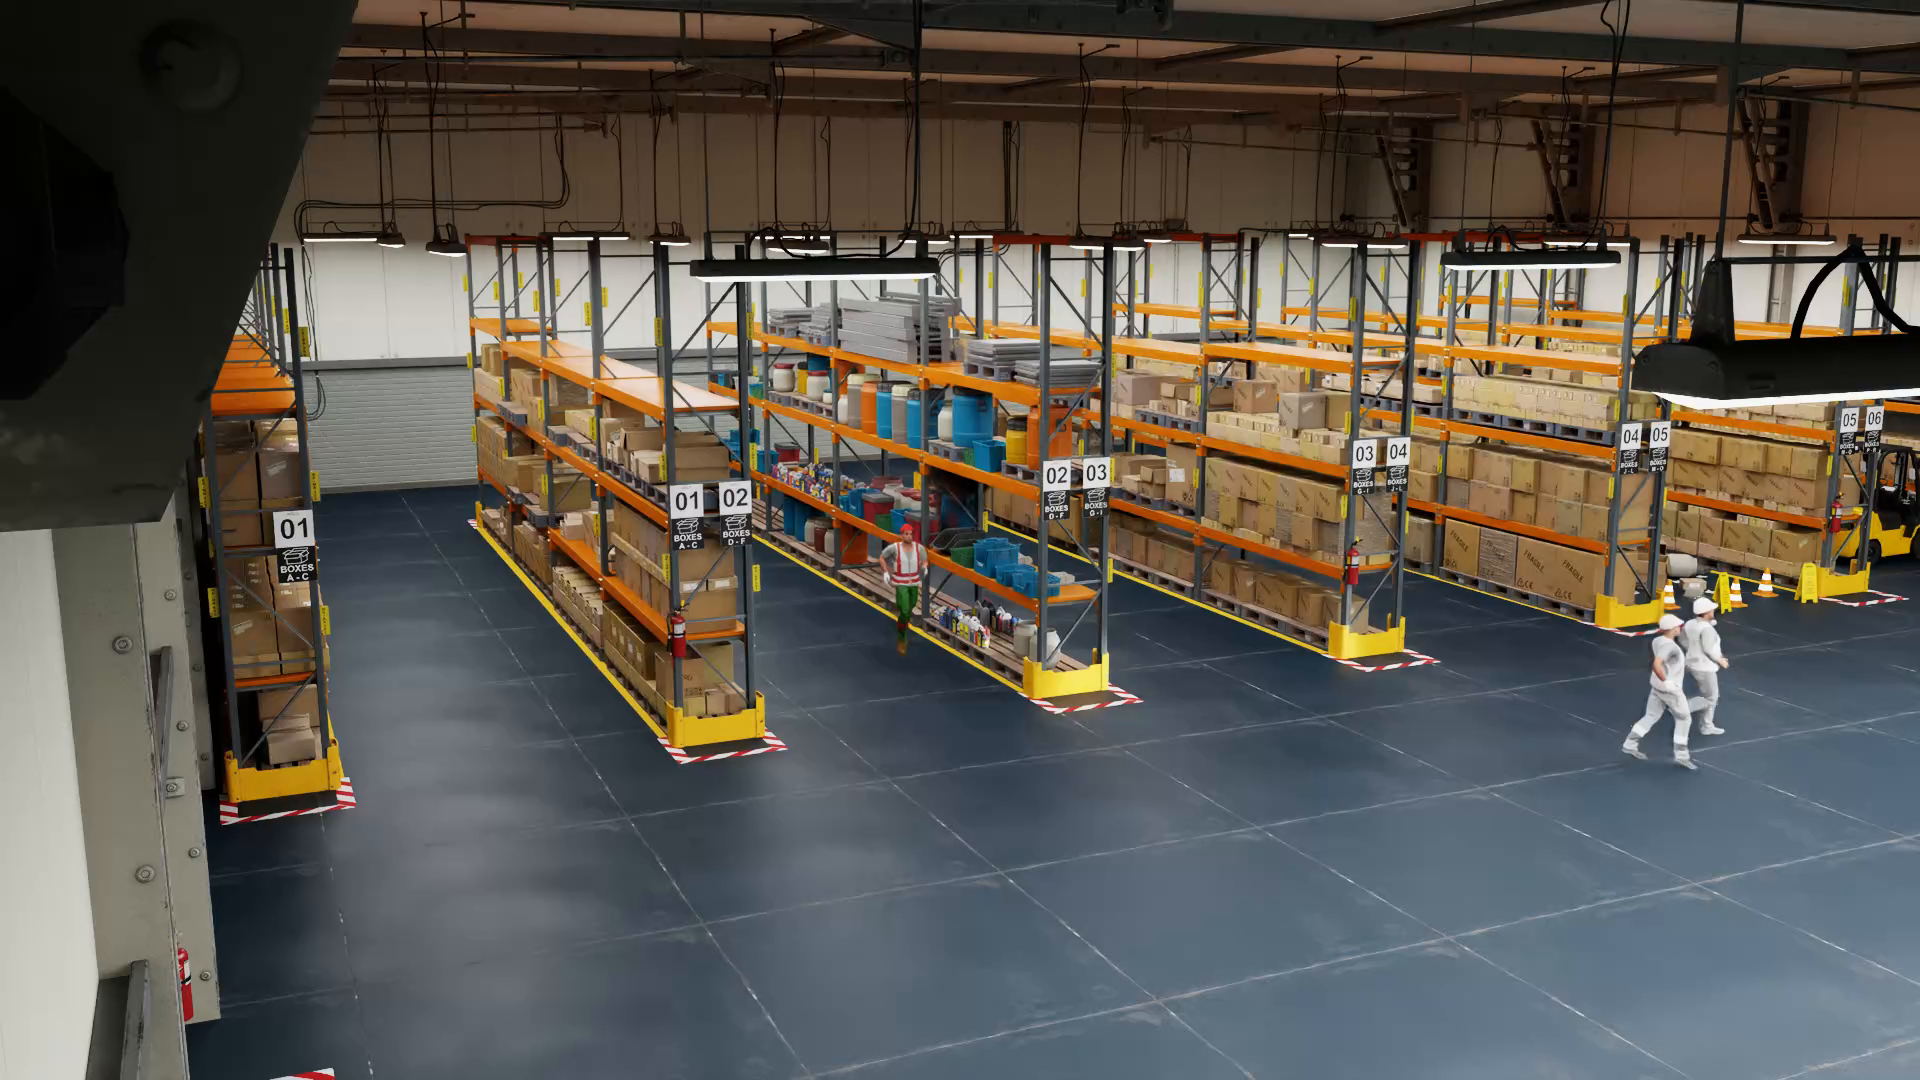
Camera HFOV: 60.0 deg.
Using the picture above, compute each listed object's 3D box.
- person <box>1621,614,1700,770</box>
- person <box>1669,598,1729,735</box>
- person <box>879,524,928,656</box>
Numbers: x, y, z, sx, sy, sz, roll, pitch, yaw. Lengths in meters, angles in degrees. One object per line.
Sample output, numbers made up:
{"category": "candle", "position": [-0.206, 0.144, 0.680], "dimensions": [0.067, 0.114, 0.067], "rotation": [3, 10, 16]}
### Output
{"category": "person", "position": [8.174, 1.761, 19.287], "dimensions": [0.836, 1.838, 0.652], "rotation": [0, 11, -1]}
{"category": "person", "position": [9.118, 1.562, 20.494], "dimensions": [0.762, 1.738, 0.675], "rotation": [-1, 11, -3]}
{"category": "person", "position": [-0.736, 0.691, 23.516], "dimensions": [0.642, 1.867, 0.724], "rotation": [-5, 12, -25]}
